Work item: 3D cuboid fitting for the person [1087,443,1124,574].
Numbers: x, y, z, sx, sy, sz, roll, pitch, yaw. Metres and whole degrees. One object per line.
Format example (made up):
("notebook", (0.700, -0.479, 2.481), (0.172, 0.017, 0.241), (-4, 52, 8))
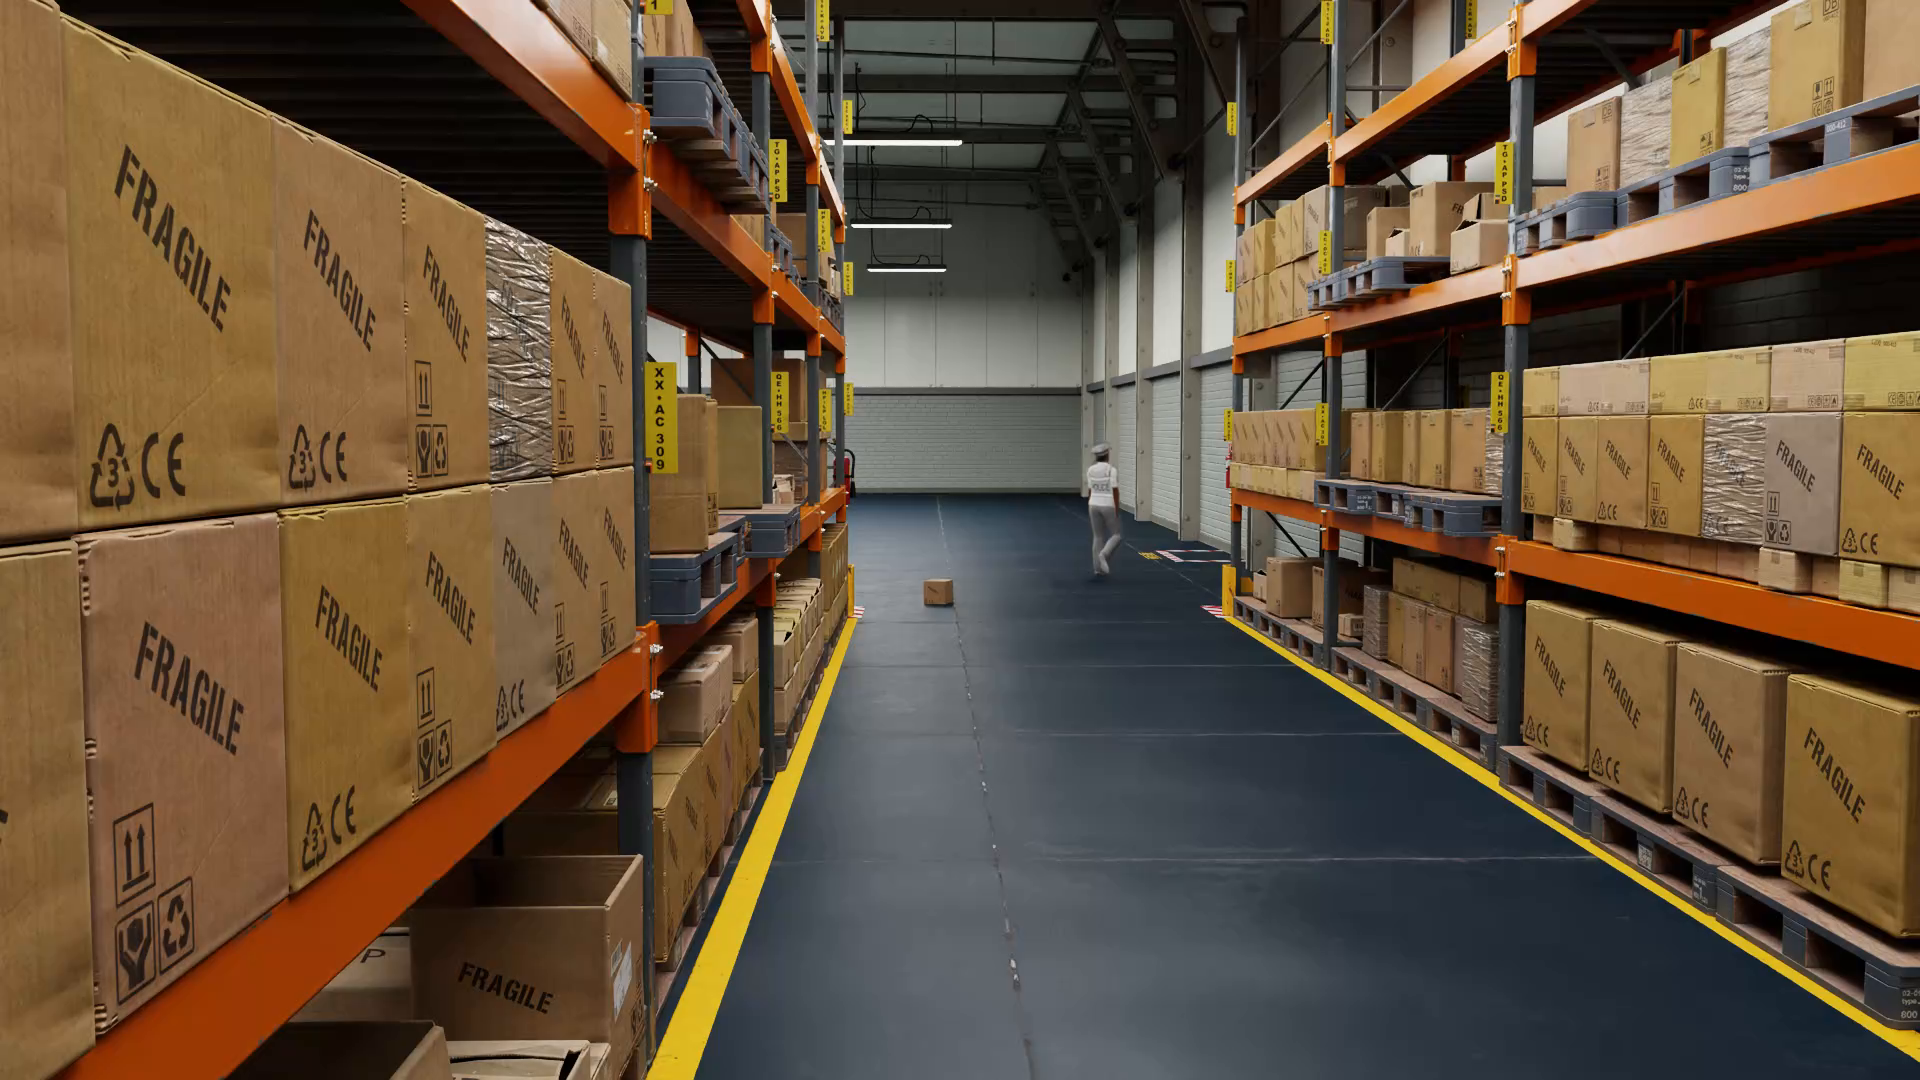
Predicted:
("person", (1.831, -0.395, 21.267), (0.444, 1.685, 0.480), (2, 4, 30))
